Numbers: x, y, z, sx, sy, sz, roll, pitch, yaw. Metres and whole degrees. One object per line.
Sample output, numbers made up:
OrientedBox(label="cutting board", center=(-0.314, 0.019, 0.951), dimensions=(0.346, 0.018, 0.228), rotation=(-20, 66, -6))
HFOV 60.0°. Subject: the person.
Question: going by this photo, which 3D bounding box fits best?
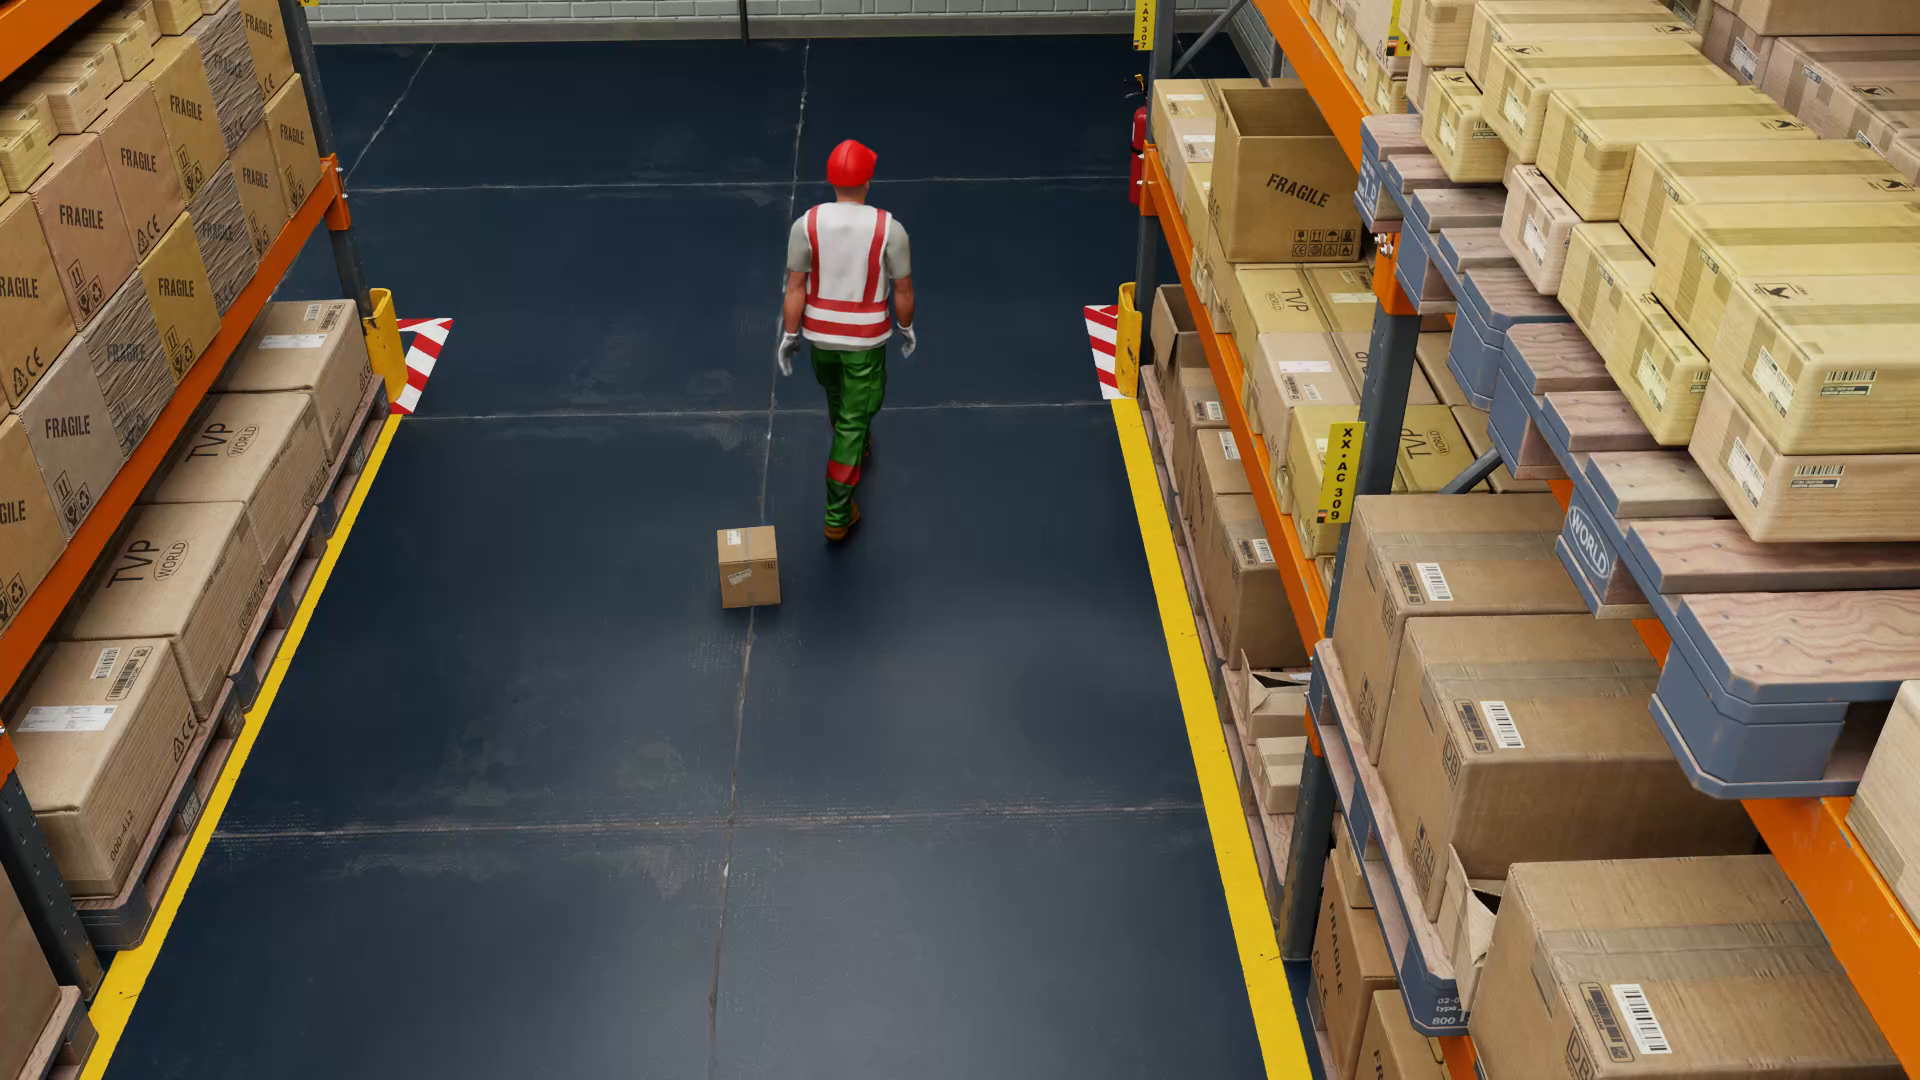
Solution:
OrientedBox(label="person", center=(-0.476, -0.969, 7.491), dimensions=(0.571, 1.724, 0.981), rotation=(8, 36, 12))
